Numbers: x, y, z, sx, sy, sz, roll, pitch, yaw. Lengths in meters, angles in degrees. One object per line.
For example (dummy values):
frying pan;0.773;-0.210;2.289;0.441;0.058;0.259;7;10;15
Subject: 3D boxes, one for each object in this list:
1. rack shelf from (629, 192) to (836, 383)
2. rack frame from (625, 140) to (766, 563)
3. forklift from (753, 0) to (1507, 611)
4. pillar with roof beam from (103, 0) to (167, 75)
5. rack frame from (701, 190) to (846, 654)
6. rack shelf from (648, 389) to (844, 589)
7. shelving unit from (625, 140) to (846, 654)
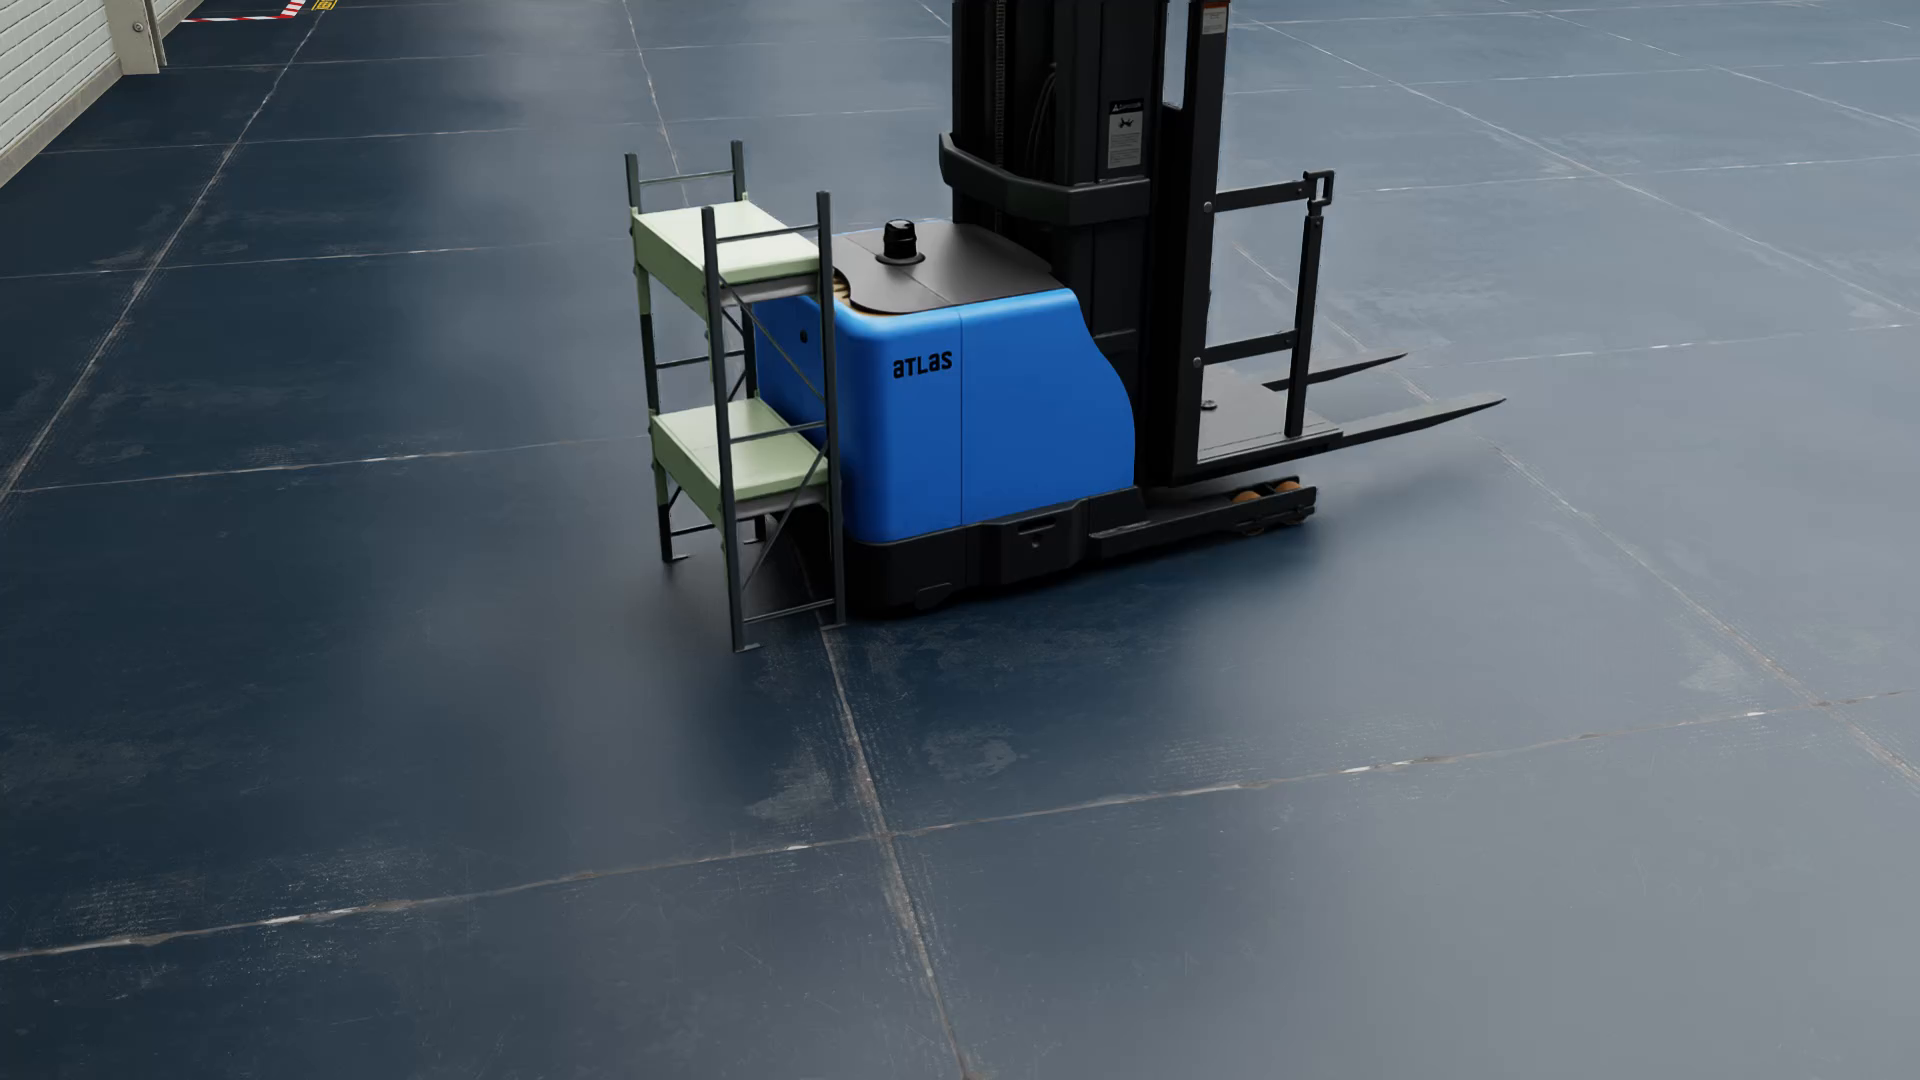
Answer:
rack shelf;-0.742;-0.832;5.368;0.431;0.370;0.720;-13;30;-24
rack frame;-0.910;-0.630;5.833;0.400;1.500;0.023;-13;30;-24
forklift;0.785;-1.521;6.010;3.031;2.935;1.130;-13;30;-24
pillar with roof beam;-2.791;-8.477;13.059;9.100;9.000;0.400;-6;27;-12
rack frame;-0.572;-0.338;5.254;0.400;1.500;0.023;-13;30;-24
rack shelf;-0.741;-0.193;5.691;0.431;0.370;0.720;-13;30;-24
shelving unit;-0.741;-0.484;5.544;0.431;1.500;0.755;-13;30;-24
